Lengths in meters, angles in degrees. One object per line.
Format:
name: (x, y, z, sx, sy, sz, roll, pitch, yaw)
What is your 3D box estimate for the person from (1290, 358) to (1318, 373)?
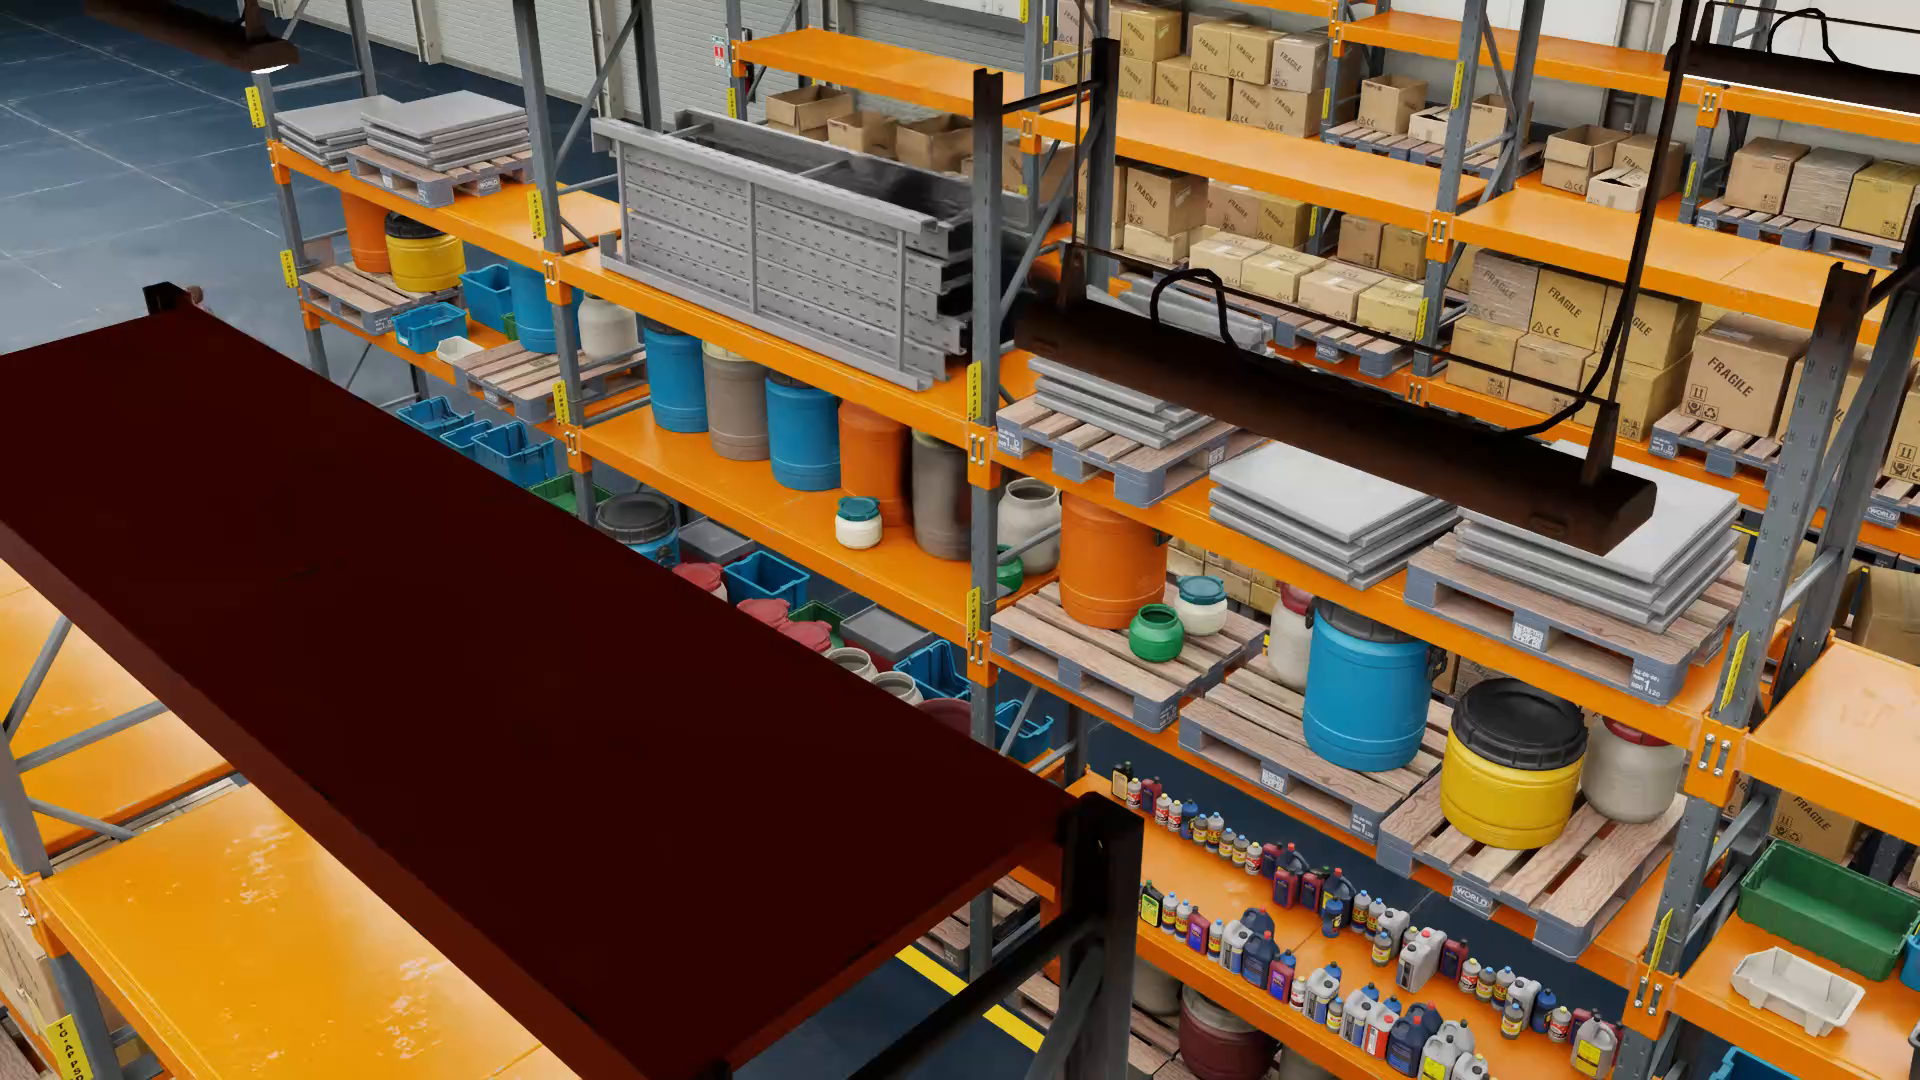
person: (3.355, -1.099, 16.423, 0.821, 1.763, 0.665, 20, 35, 31)

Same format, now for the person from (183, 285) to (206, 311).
person: (-8.310, -2.090, 18.371, 0.568, 1.548, 0.536, -13, 32, -21)
